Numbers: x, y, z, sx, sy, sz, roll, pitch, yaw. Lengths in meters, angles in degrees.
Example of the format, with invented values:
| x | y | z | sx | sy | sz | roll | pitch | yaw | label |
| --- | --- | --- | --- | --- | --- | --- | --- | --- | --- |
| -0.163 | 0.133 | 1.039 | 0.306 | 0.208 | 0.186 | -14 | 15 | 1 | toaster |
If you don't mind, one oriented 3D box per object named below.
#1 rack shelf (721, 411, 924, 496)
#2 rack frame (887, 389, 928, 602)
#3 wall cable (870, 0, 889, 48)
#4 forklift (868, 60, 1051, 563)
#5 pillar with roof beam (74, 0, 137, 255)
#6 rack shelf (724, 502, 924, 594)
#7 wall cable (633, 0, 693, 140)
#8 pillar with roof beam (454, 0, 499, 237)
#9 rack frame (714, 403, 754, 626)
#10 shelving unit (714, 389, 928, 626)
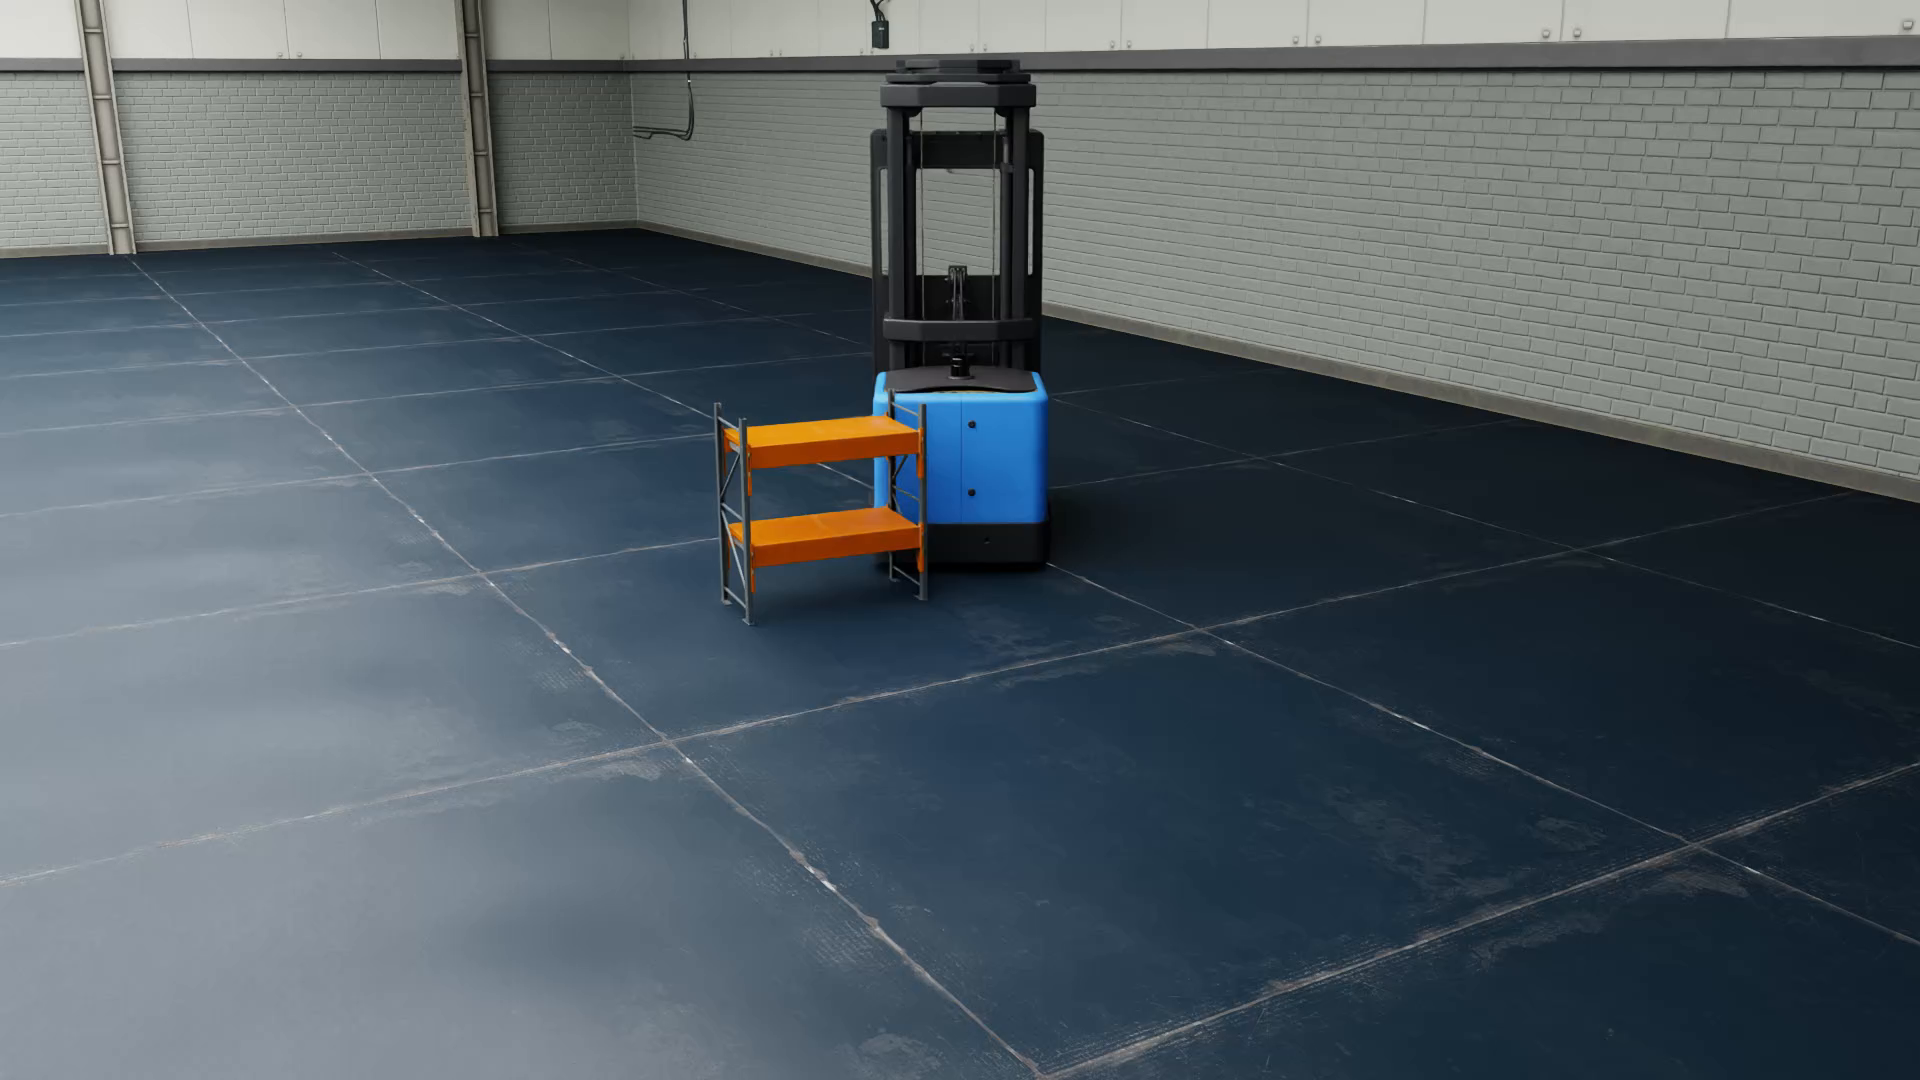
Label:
| x | y | z | sx | sy | sz | roll | pitch | yaw | label |
| --- | --- | --- | --- | --- | --- | --- | --- | --- | --- |
| -0.760 | -0.483 | 9.118 | 1.000 | 0.278 | 0.538 | -7 | 17 | -23 | rack shelf |
| -0.297 | -0.258 | 9.399 | 0.032 | 1.125 | 0.500 | -7 | 17 | -23 | rack frame |
| -0.597 | -9.442 | 21.274 | 0.169 | 6.003 | 2.305 | -9 | 18 | -30 | wall cable |
| -0.026 | -1.615 | 10.896 | 1.130 | 2.935 | 3.031 | 0 | 16 | -1 | forklift |
| -11.605 | -8.070 | 22.679 | 0.400 | 9.000 | 9.100 | -9 | 18 | -30 | pillar with roof beam |
| -0.760 | 0.034 | 9.263 | 1.000 | 0.278 | 0.538 | -7 | 17 | -23 | rack shelf |
| -5.473 | -8.508 | 29.996 | 0.112 | 2.526 | 3.097 | -9 | 18 | -30 | wall cable |
| -6.462 | -8.904 | 25.654 | 0.400 | 9.000 | 9.100 | -9 | 18 | -30 | pillar with roof beam |
| -1.223 | -0.144 | 8.995 | 0.032 | 1.125 | 0.500 | -7 | 17 | -23 | rack frame |
| -0.760 | -0.201 | 9.197 | 1.048 | 1.125 | 0.538 | -7 | 17 | -23 | shelving unit |
